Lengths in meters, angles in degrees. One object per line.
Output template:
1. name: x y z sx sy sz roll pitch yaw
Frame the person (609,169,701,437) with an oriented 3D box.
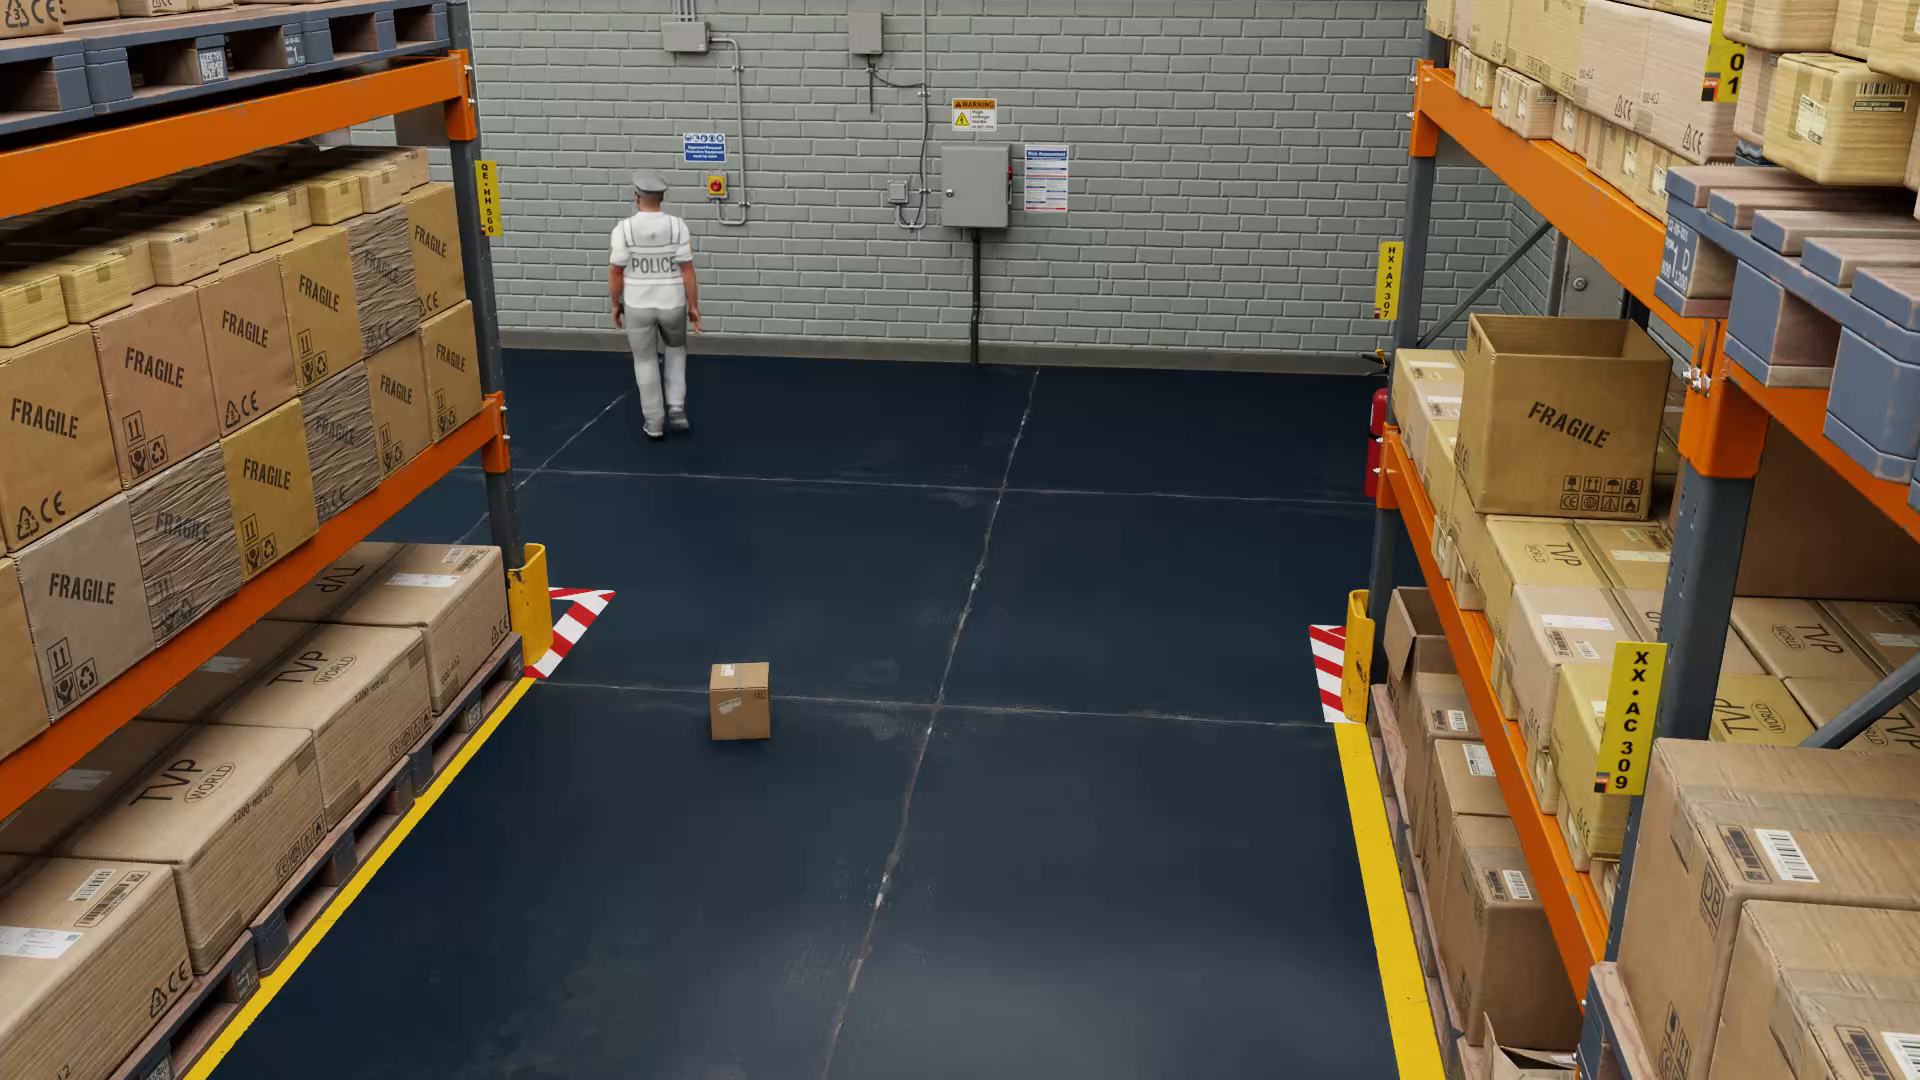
1. person: -2.047 -1.556 11.120 0.573 1.832 0.492 -7 22 -17
